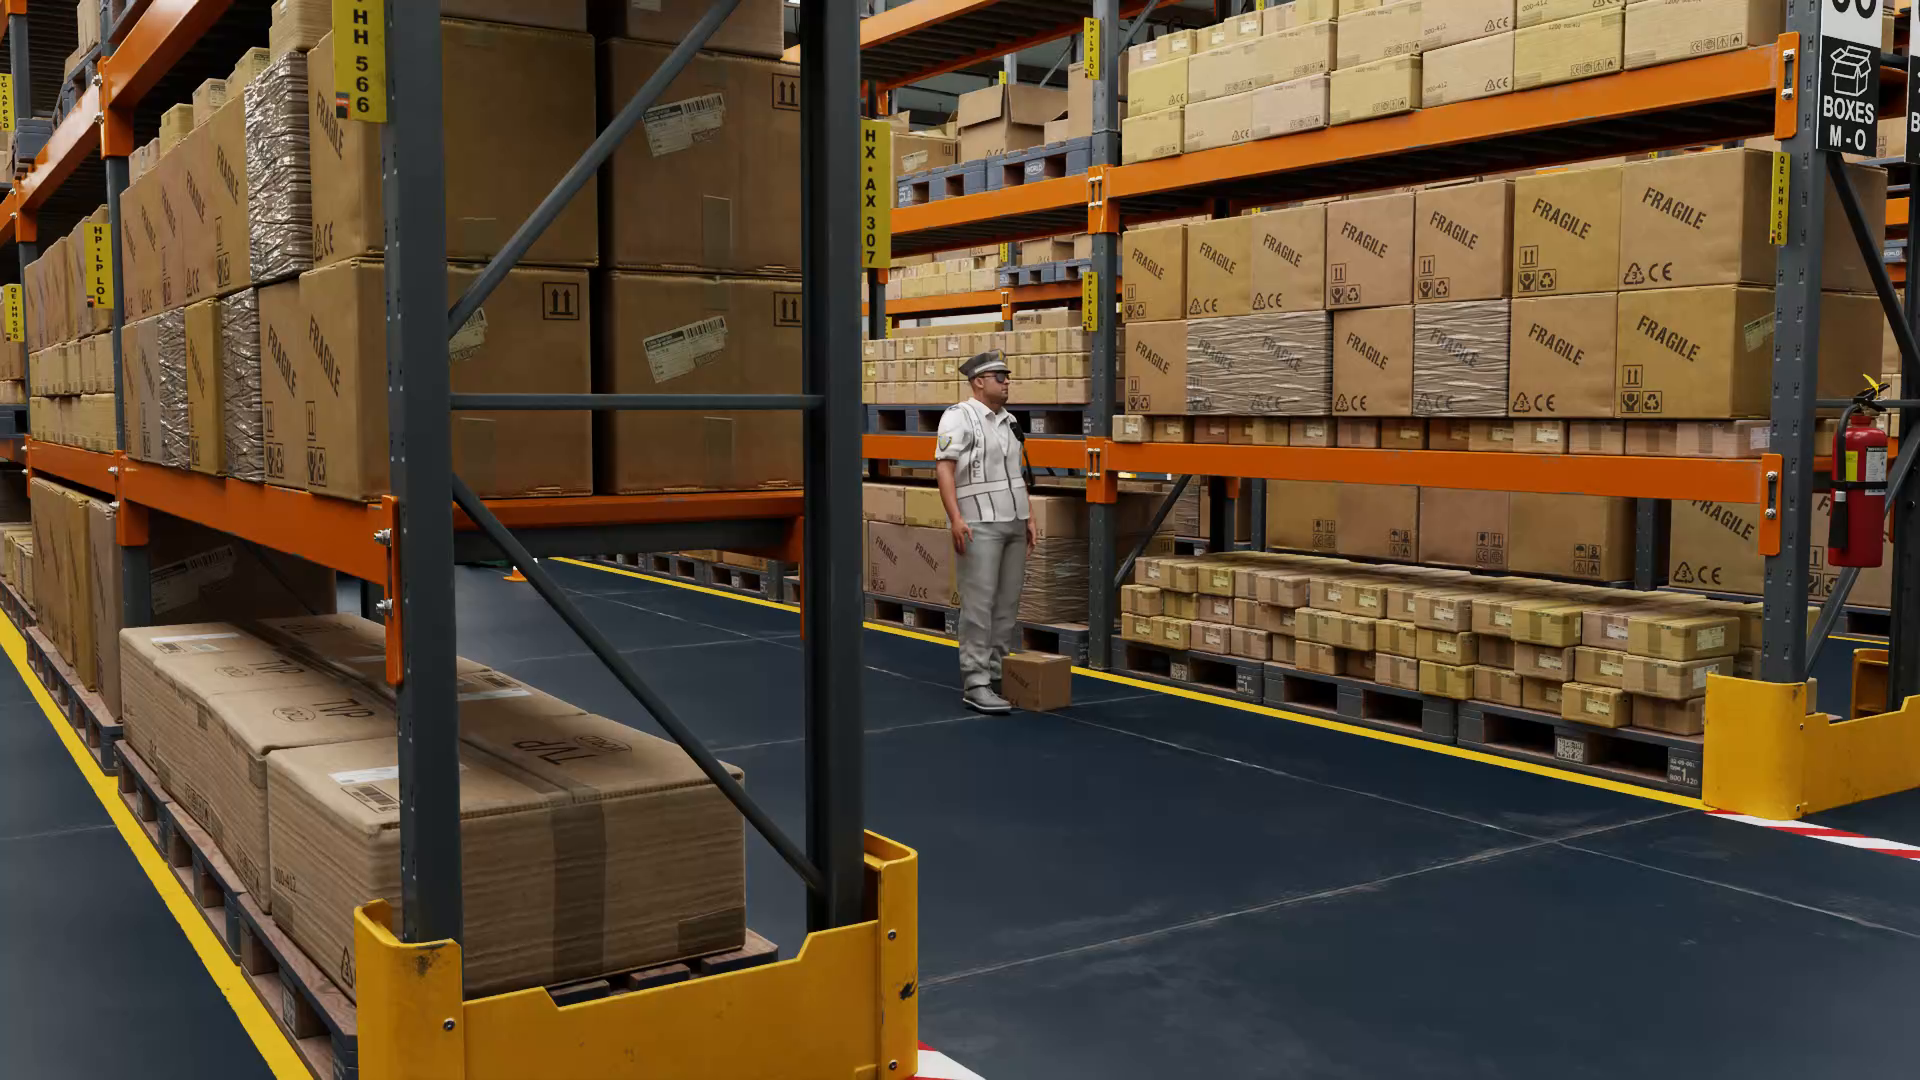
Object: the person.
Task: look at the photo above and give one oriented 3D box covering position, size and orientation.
[{"bbox_3d":[0.205,-0.074,8.381,0.573,1.782,0.642,4,6,43],"label":"person"}]
